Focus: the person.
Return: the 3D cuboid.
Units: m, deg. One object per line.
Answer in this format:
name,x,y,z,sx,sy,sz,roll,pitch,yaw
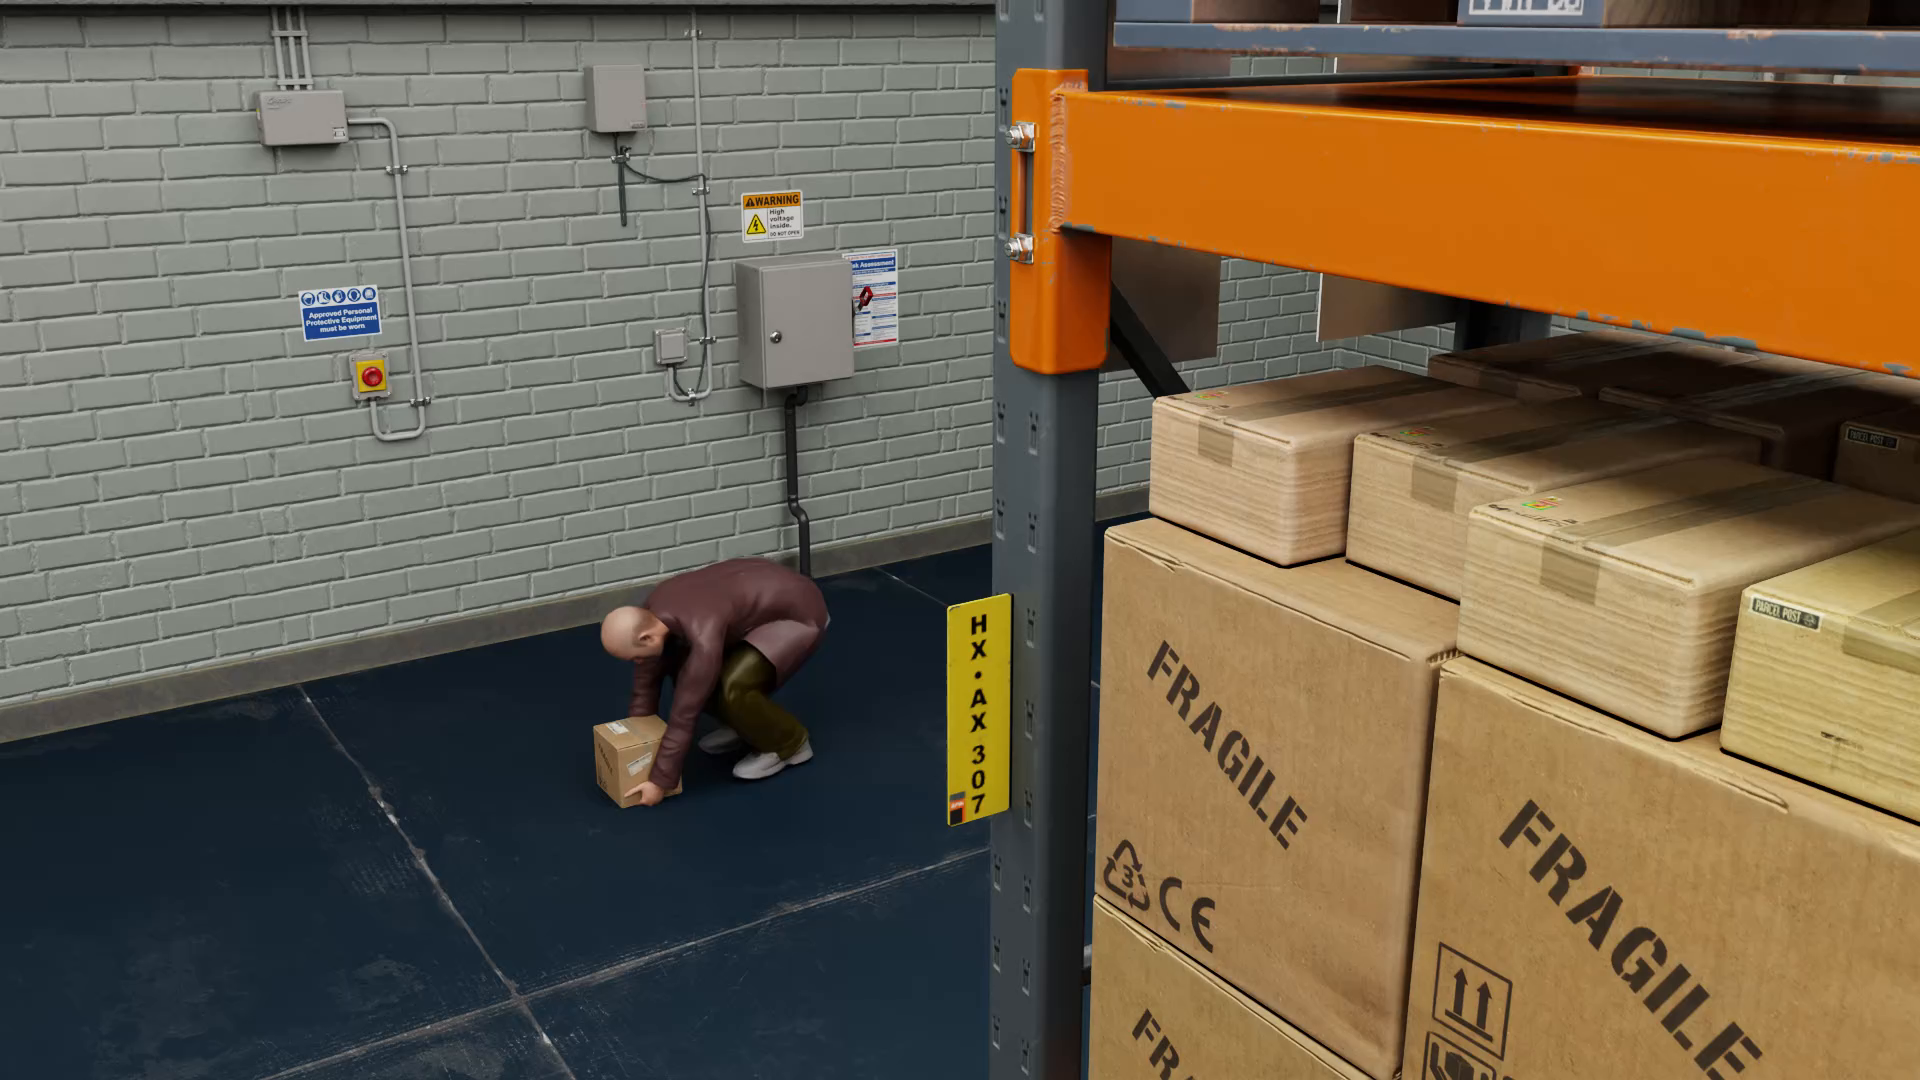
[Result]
person,-0.952,0.523,6.533,0.952,0.849,0.584,-12,21,-33
